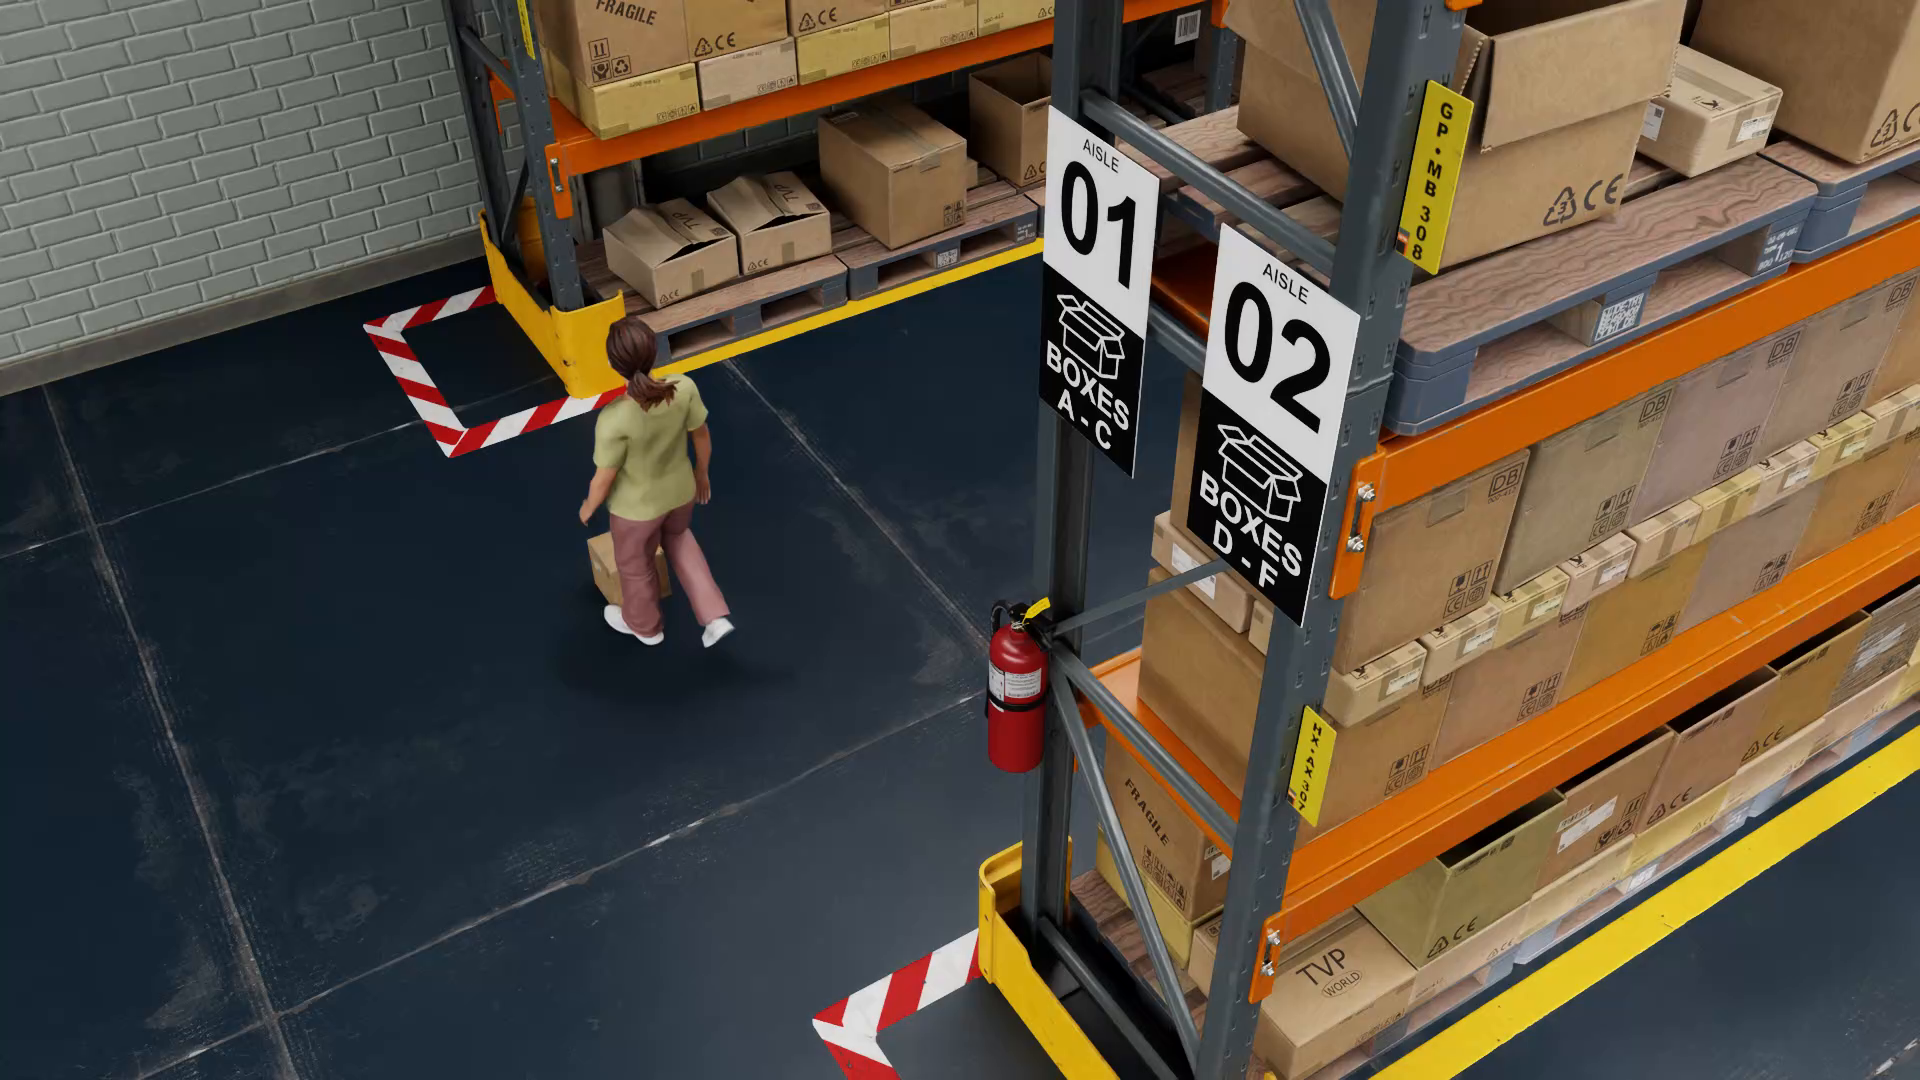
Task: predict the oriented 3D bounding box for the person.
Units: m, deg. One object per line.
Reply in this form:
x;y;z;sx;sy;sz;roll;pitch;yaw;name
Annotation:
-1.216;-0.186;6.370;0.496;1.656;0.668;-32;50;-32;person
